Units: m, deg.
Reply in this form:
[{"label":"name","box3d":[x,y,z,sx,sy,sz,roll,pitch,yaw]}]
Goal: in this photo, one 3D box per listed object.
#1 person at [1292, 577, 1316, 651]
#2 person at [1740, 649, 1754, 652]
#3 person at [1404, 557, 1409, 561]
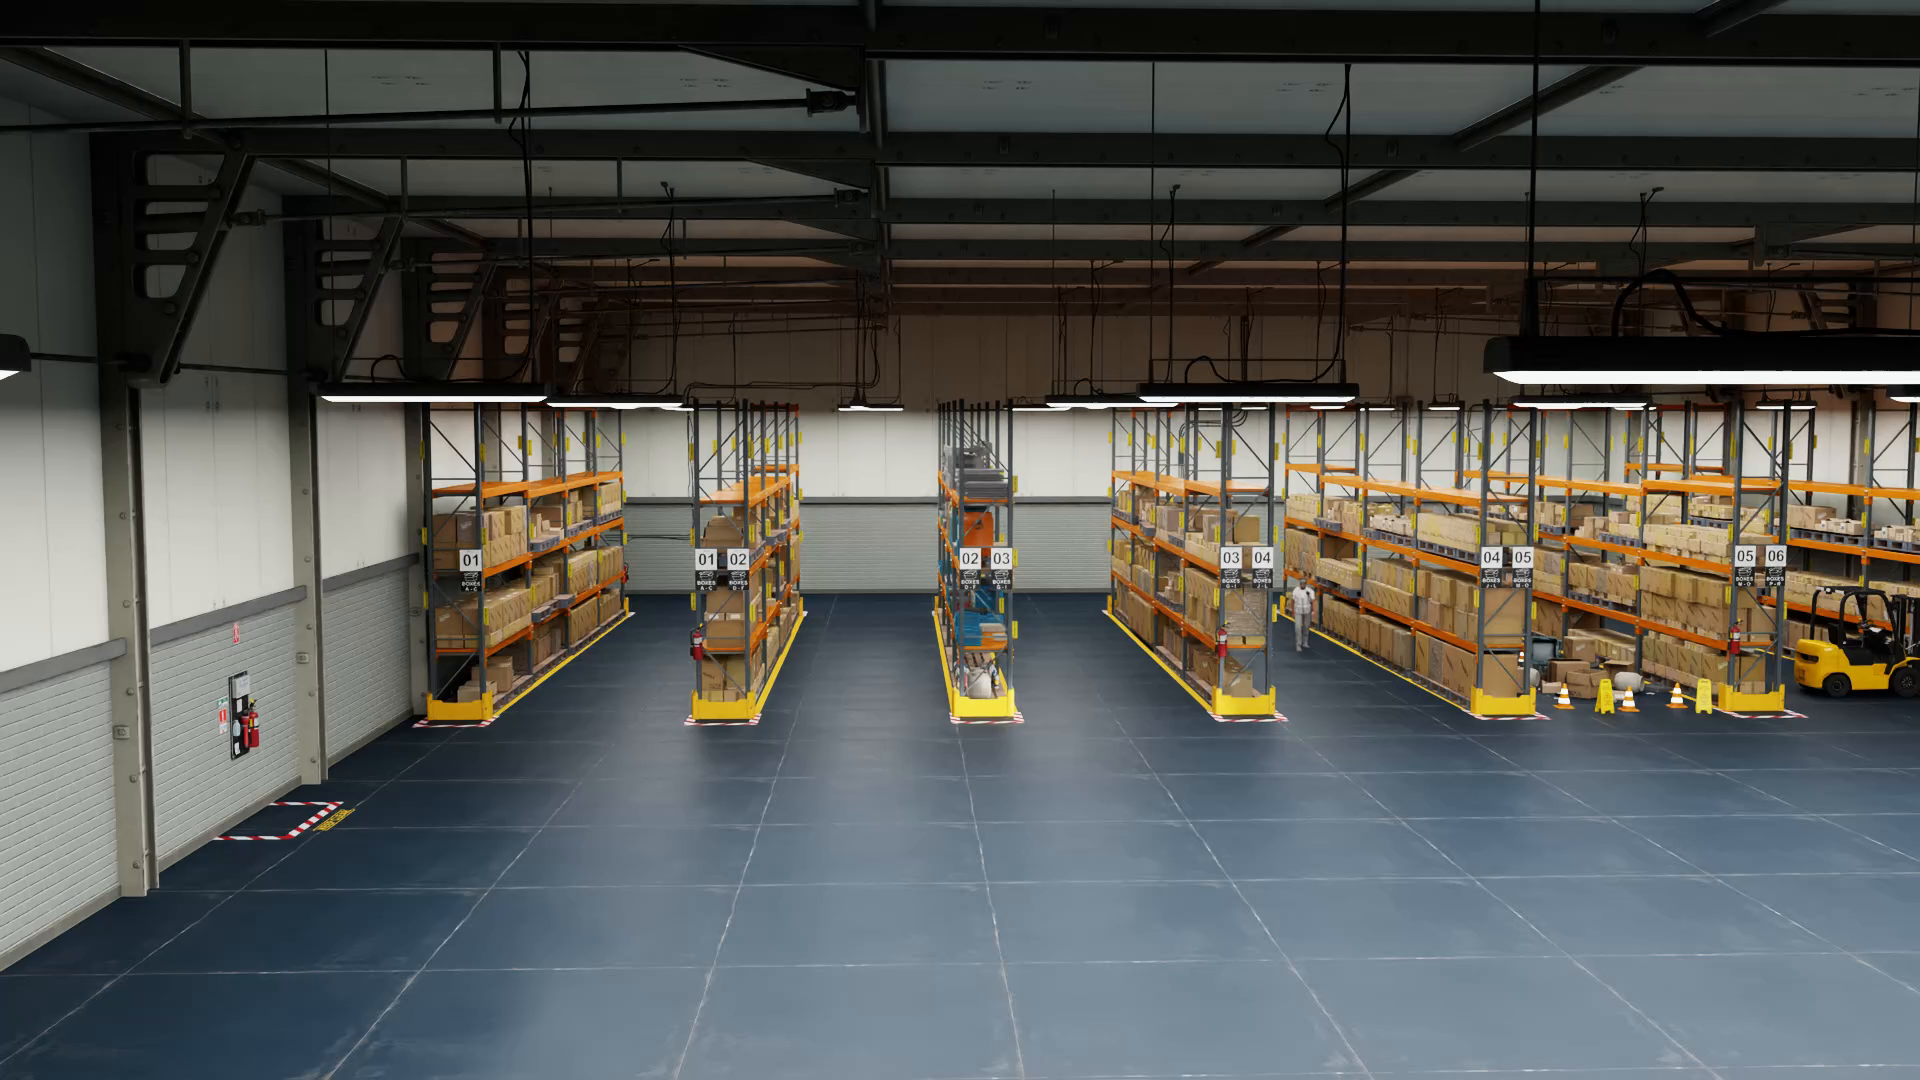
[{"label":"person","box3d":[8.361,1.784,40.423,0.569,1.766,0.703,1,4,9]},{"label":"person","box3d":[16.954,2.165,35.940,0.631,1.670,0.817,0,4,-1]},{"label":"person","box3d":[12.240,1.373,45.569,0.598,1.791,0.485,-4,6,-40]}]
